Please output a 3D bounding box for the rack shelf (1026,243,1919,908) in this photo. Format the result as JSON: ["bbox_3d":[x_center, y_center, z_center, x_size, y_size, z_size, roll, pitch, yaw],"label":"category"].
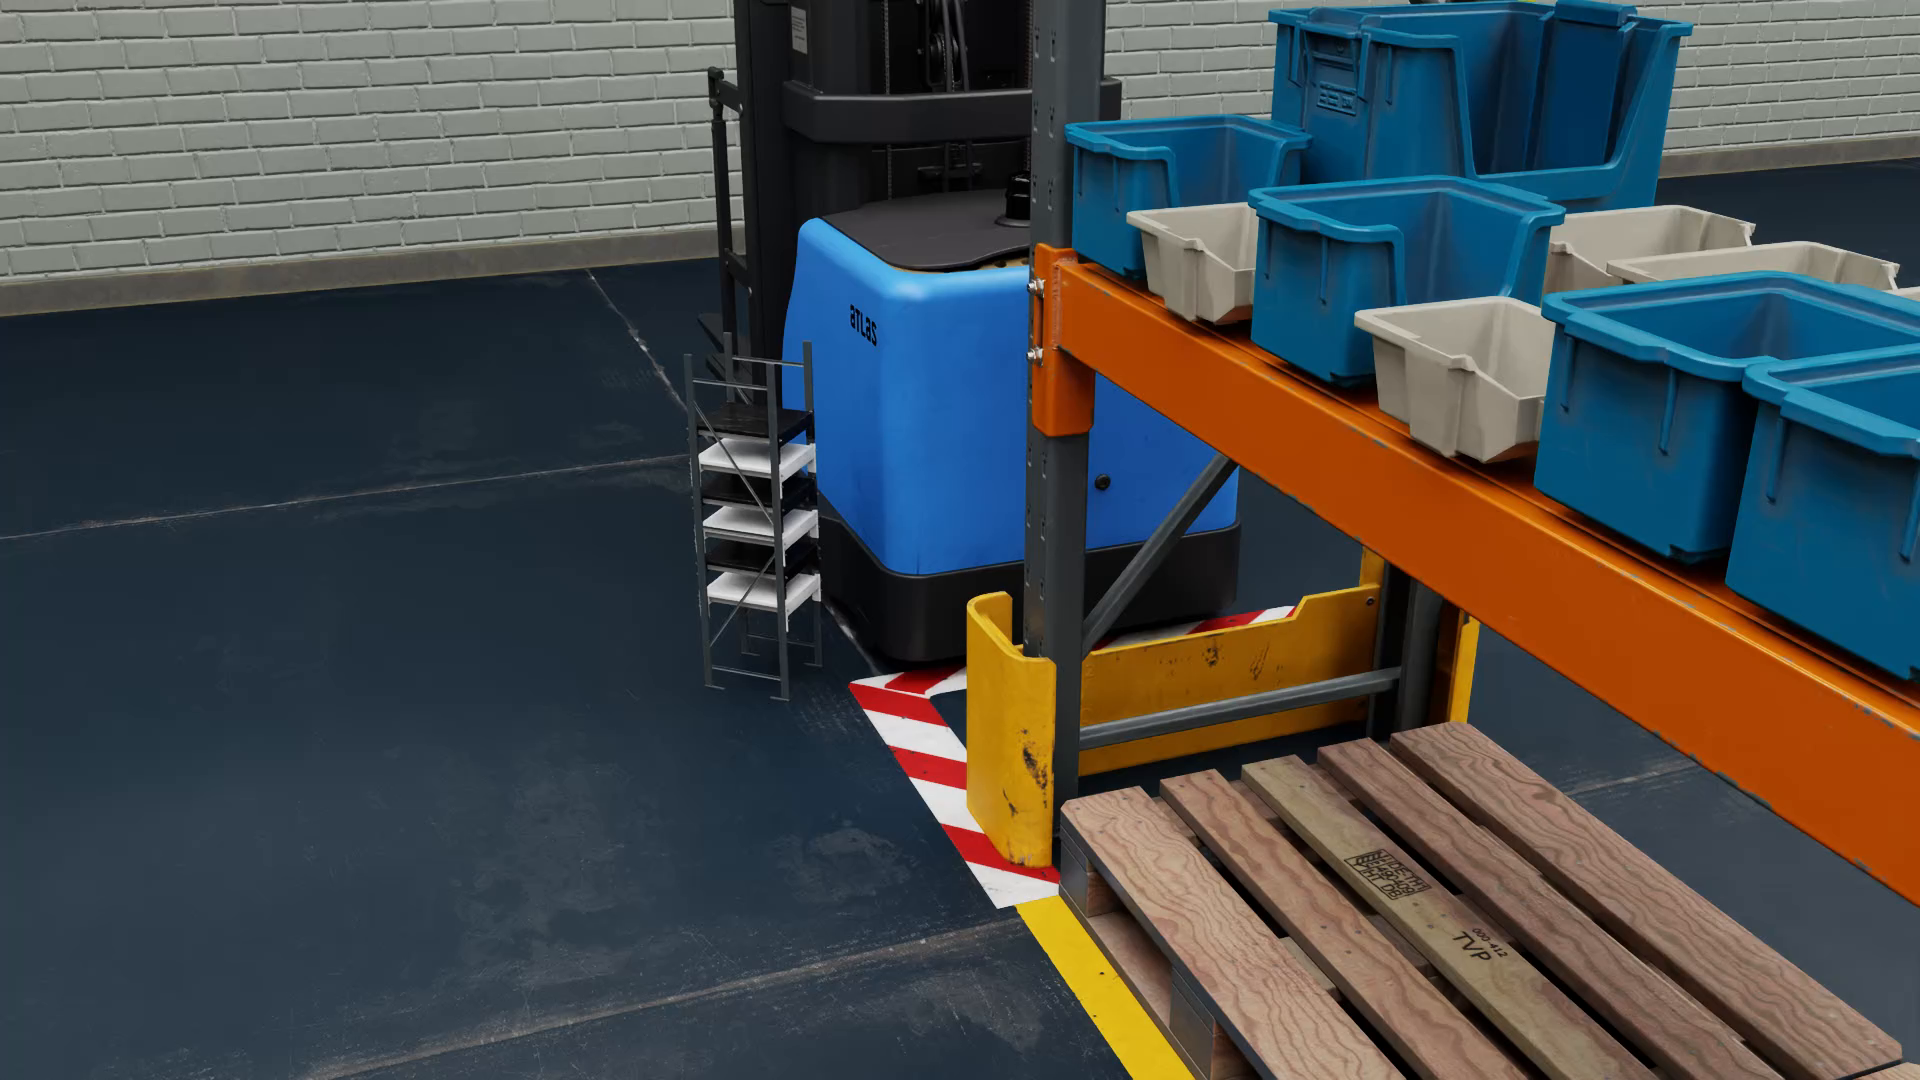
[{"bbox_3d":[1.331,0.255,1.710,1.077,0.370,4.000,-8,24,-19],"label":"rack shelf"}]

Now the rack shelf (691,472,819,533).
[{"bbox_3d":[-0.515,-0.105,4.195,0.258,0.077,0.200,8,24,19],"label":"rack shelf"}]

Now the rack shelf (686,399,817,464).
[{"bbox_3d":[-0.515,-0.271,4.125,0.258,0.077,0.200,8,24,19],"label":"rack shelf"}]

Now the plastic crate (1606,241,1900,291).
[{"bbox_3d":[1.170,-0.331,2.435,0.396,0.136,0.243,-8,24,-19],"label":"plastic crate"}]

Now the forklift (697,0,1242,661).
[{"bbox_3d":[-0.225,-1.578,5.221,1.130,2.935,3.031,-9,24,-19],"label":"forklift"}]

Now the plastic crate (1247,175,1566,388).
[{"bbox_3d":[0.636,-0.380,2.428,0.416,0.233,0.300,-8,24,-19],"label":"plastic crate"}]

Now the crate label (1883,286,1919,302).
[{"bbox_3d":[1.292,-0.233,2.203,0.396,0.136,0.243,-8,24,-19],"label":"crate label"}]

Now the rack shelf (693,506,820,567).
[{"bbox_3d":[-0.515,-0.022,4.230,0.258,0.077,0.200,8,24,19],"label":"rack shelf"}]

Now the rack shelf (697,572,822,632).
[{"bbox_3d":[-0.515,0.144,4.299,0.258,0.077,0.200,8,24,19],"label":"rack shelf"}]

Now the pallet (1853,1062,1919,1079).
[{"bbox_3d":[1.306,1.229,2.062,1.003,0.211,1.213,-8,24,-19],"label":"pallet"}]

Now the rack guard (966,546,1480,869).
[{"bbox_3d":[0.603,0.341,3.796,1.175,0.500,0.348,-8,24,-19],"label":"rack guard"}]

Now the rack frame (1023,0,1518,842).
[{"bbox_3d":[0.624,-0.804,3.294,1.000,3.000,0.127,-8,24,-19],"label":"rack frame"}]

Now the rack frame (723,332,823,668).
[{"bbox_3d":[-0.480,-0.090,4.304,0.240,0.900,0.006,8,24,19],"label":"rack frame"}]

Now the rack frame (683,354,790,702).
[{"bbox_3d":[-0.550,-0.016,4.129,0.240,0.900,0.006,8,24,19],"label":"rack frame"}]

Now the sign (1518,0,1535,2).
[{"bbox_3d":[1.133,-0.960,3.456,0.100,0.325,0.005,-8,24,-19],"label":"sign"}]

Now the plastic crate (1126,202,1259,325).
[{"bbox_3d":[0.439,-0.447,2.710,0.250,0.136,0.298,-8,24,-19],"label":"plastic crate"}]

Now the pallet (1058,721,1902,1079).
[{"bbox_3d":[0.879,0.786,3.112,1.003,0.211,1.213,-8,24,-19],"label":"pallet"}]

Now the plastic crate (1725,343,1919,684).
[{"bbox_3d":[0.974,-0.032,1.601,0.416,0.233,0.300,-8,24,-19],"label":"plastic crate"}]

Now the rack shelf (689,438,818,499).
[{"bbox_3d":[-0.515,-0.188,4.160,0.258,0.077,0.200,8,24,19],"label":"rack shelf"}]

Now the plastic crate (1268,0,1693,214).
[{"bbox_3d":[0.917,-0.751,3.048,0.616,0.435,0.499,-8,24,-19],"label":"plastic crate"}]

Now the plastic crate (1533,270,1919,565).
[{"bbox_3d":[0.868,-0.141,1.860,0.416,0.233,0.300,-8,24,-19],"label":"plastic crate"}]

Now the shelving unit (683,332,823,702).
[{"bbox_3d":[-0.515,-0.053,4.217,0.258,0.900,0.210,8,24,19],"label":"shelving unit"}]

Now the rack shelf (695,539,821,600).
[{"bbox_3d":[-0.515,0.061,4.264,0.258,0.077,0.200,8,24,19],"label":"rack shelf"}]

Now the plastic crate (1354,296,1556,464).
[{"bbox_3d":[0.679,-0.200,2.126,0.250,0.136,0.298,-8,24,-19],"label":"plastic crate"}]

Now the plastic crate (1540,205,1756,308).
[{"bbox_3d":[1.081,-0.438,2.690,0.396,0.136,0.243,-8,24,-19],"label":"plastic crate"}]

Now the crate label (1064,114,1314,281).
[{"bbox_3d":[0.403,-0.619,2.995,0.416,0.233,0.303,-8,24,-19],"label":"crate label"}]
